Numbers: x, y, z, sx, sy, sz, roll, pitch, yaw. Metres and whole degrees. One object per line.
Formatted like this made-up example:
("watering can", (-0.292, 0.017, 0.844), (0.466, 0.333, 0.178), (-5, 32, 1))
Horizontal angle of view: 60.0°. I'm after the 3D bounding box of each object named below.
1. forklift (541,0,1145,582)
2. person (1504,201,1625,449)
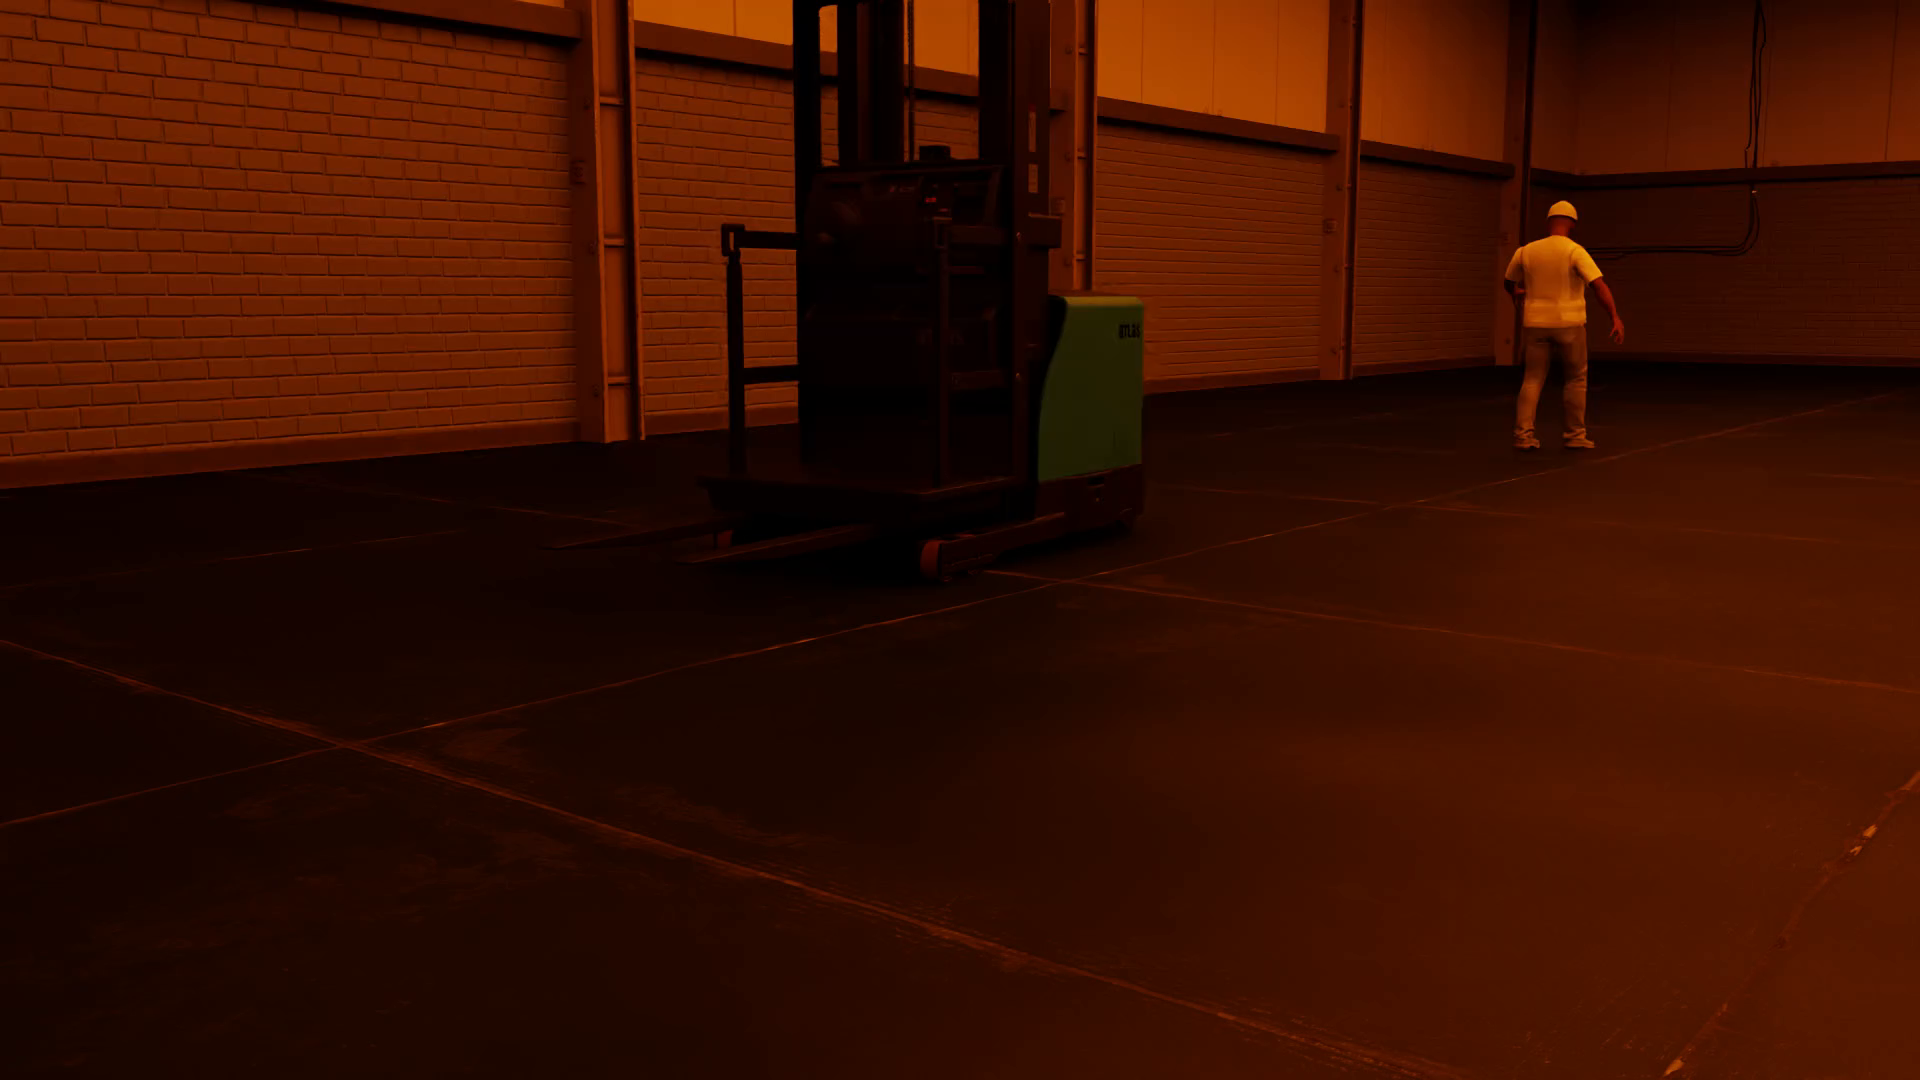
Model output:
("forklift", (-0.351, -1.366, 6.614), (1.130, 2.935, 3.031), (5, 10, 32))
("person", (4.260, -1.506, 11.733), (1.025, 1.742, 0.758), (8, 11, 43))
